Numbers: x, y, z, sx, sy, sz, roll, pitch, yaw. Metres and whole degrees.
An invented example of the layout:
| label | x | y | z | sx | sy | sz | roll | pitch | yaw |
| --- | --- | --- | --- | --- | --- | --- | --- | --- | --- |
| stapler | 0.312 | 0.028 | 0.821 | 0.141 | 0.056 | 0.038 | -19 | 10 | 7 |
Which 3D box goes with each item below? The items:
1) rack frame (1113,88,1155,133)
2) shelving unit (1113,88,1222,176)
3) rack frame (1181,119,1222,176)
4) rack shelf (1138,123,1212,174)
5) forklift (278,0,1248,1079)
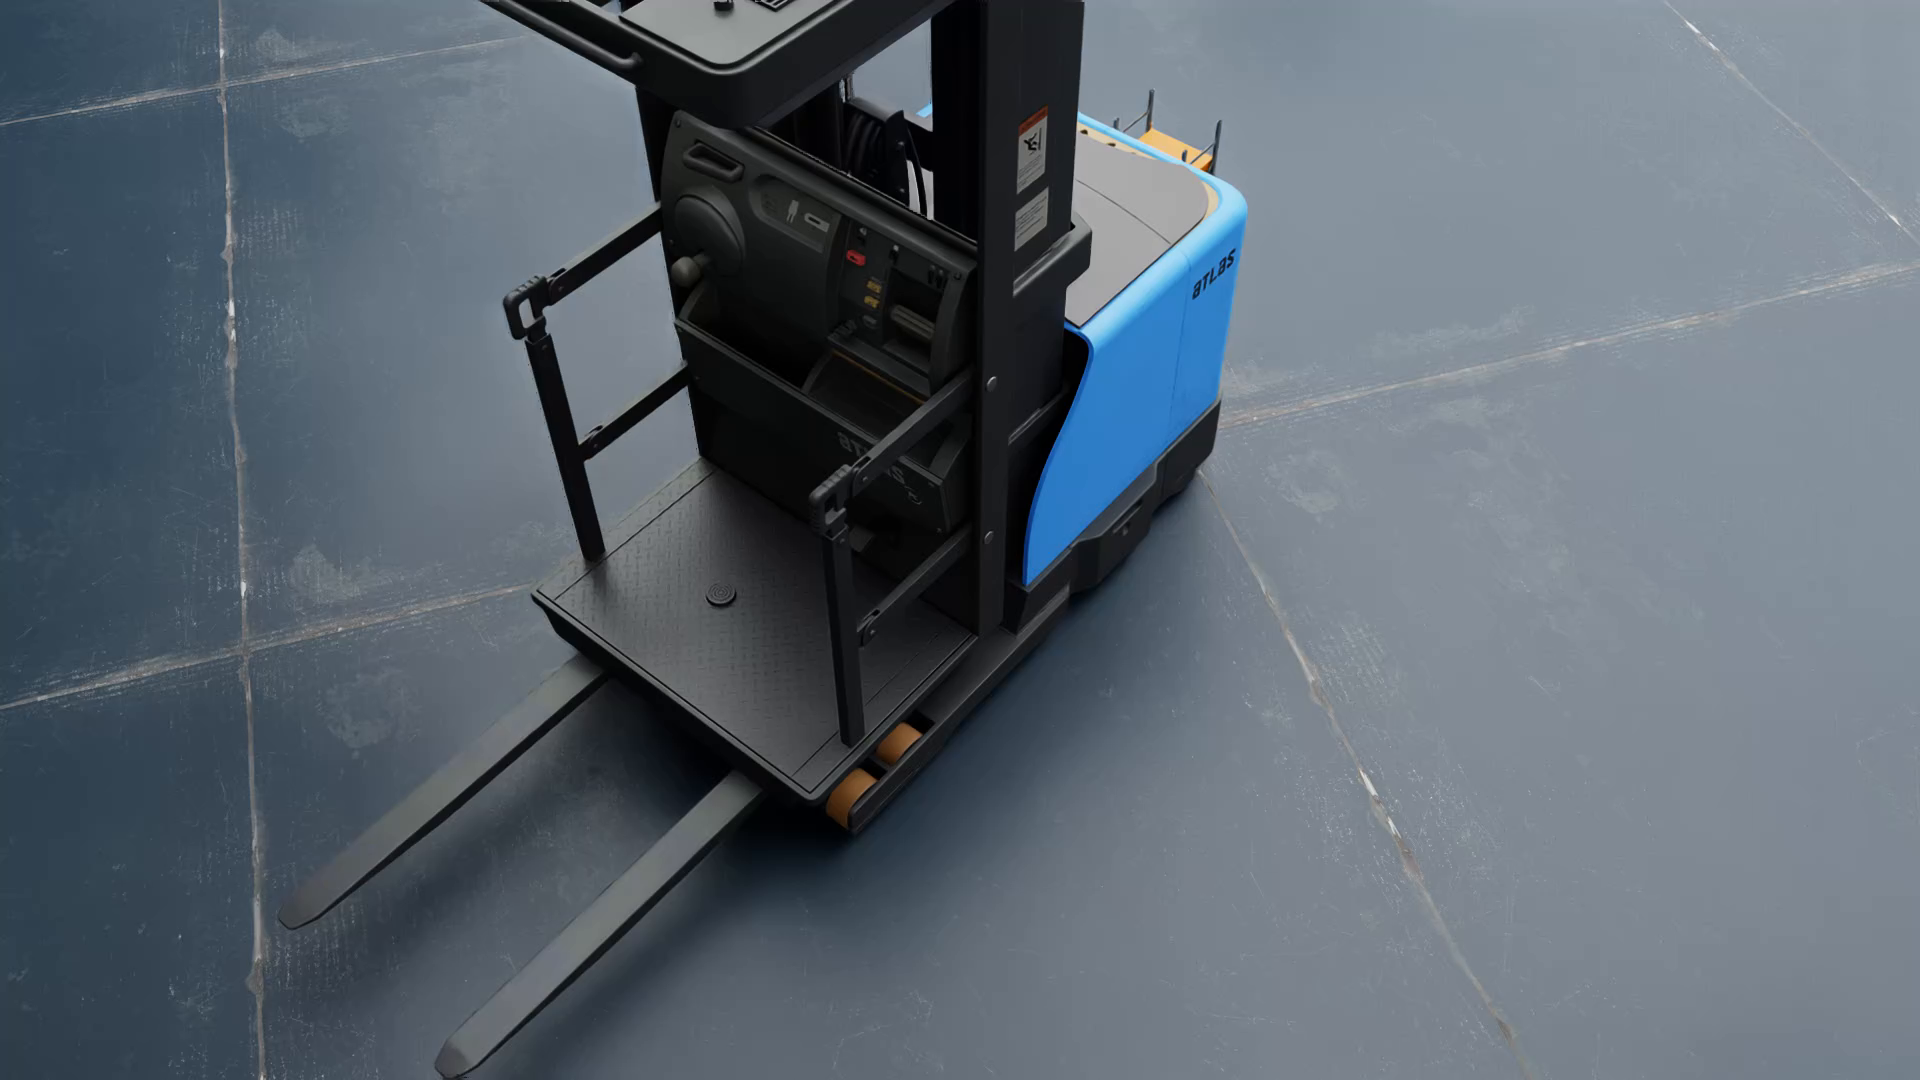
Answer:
| label | x | y | z | sx | sy | sz | roll | pitch | yaw |
| --- | --- | --- | --- | --- | --- | --- | --- | --- | --- |
| rack frame | 0.523 | -0.967 | 5.379 | 0.008 | 1.050 | 0.200 | 32 | 57 | 24 |
| shelving unit | 0.617 | -0.908 | 5.329 | 0.252 | 1.050 | 0.215 | 32 | 57 | 24 |
| rack frame | 0.712 | -0.849 | 5.279 | 0.008 | 1.050 | 0.200 | 32 | 57 | 24 |
| rack shelf | 0.617 | -1.084 | 5.120 | 0.240 | 0.259 | 0.215 | 32 | 57 | 24 |
| forklift | -0.494 | -0.591 | 3.831 | 1.130 | 2.935 | 3.031 | 32 | 57 | 24 |
